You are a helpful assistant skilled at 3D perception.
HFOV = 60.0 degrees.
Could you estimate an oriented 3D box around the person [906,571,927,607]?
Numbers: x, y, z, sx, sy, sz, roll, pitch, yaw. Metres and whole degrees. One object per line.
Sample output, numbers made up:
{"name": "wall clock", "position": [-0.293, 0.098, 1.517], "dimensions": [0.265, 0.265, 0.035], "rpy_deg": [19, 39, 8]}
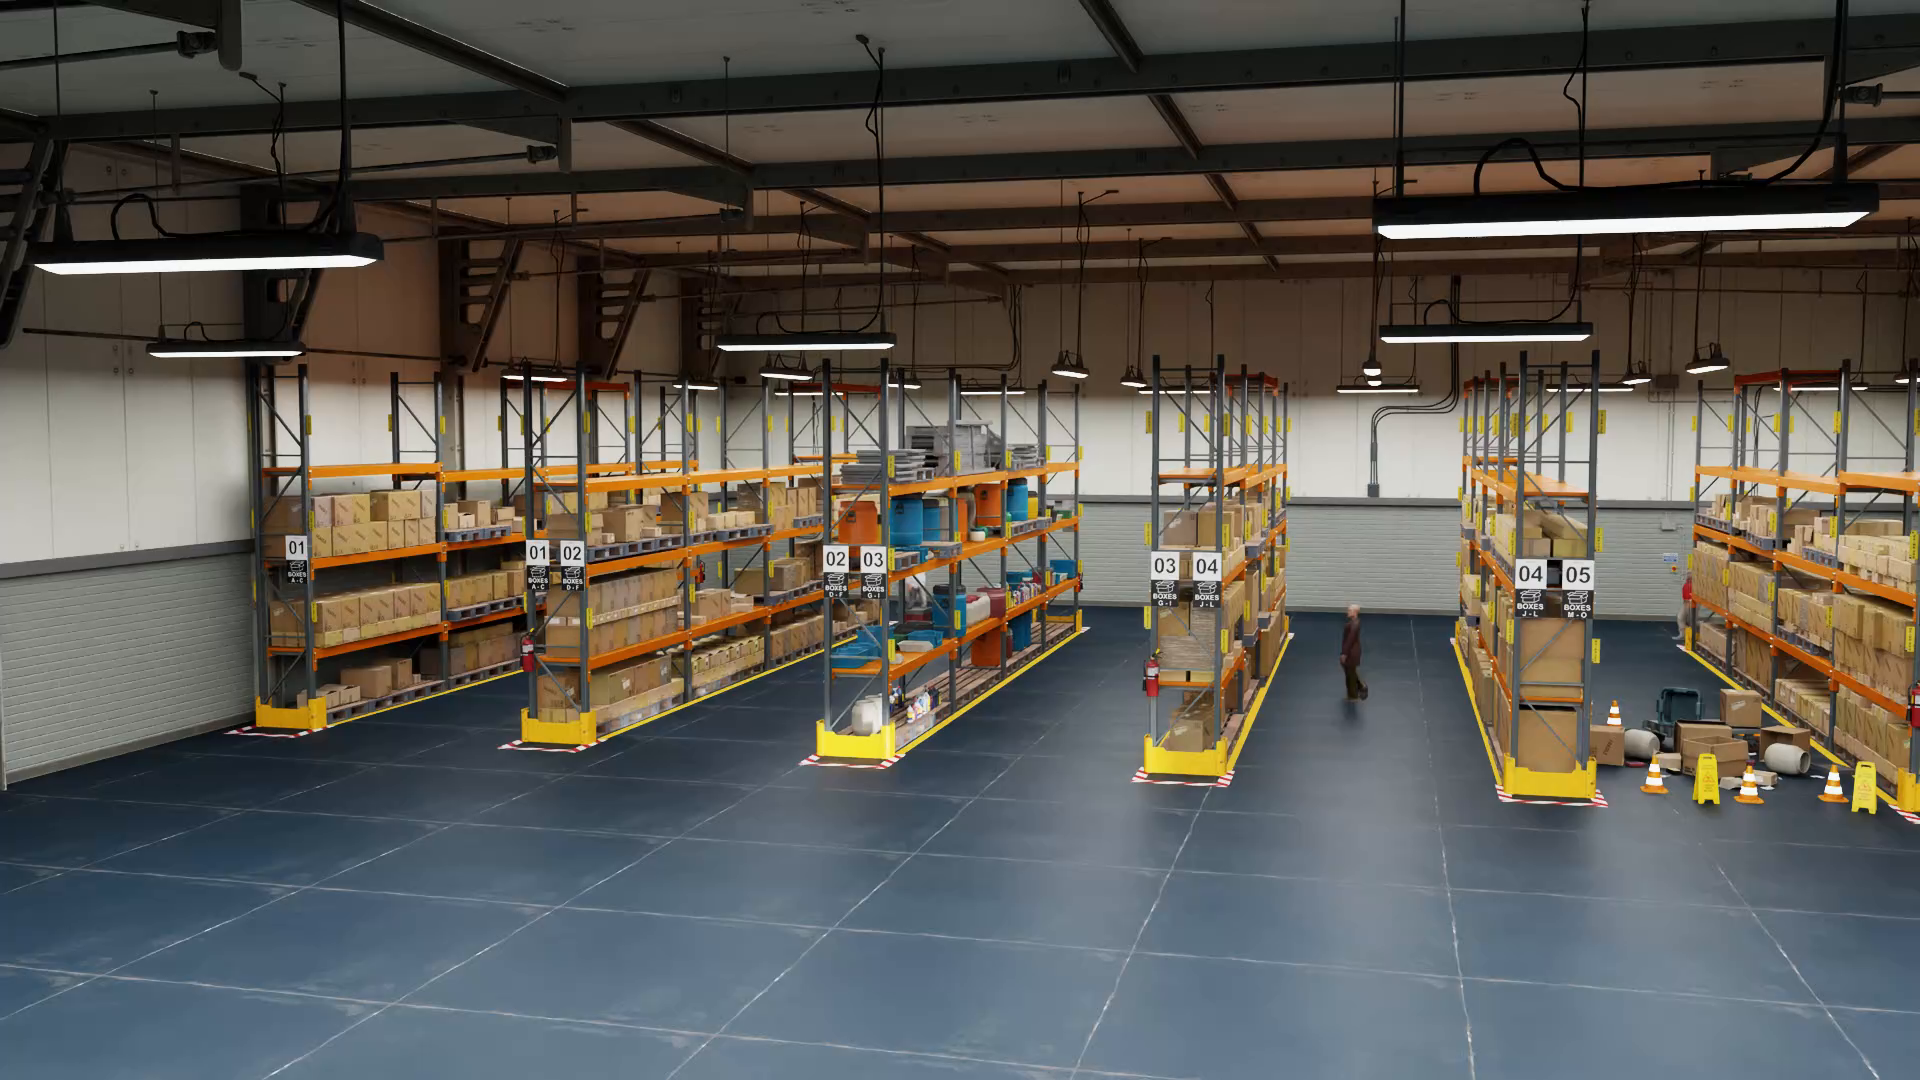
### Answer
{"name": "person", "position": [-1.087, 1.182, 42.443], "dimensions": [0.578, 1.713, 1.024], "rpy_deg": [-1, 4, -15]}

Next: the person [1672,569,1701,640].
{"name": "person", "position": [16.934, 1.491, 38.422], "dimensions": [0.866, 1.680, 0.565], "rpy_deg": [1, 4, 9]}

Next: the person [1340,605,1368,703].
{"name": "person", "position": [7.049, 2.038, 29.938], "dimensions": [0.542, 1.771, 0.606], "rpy_deg": [3, 5, 39]}
